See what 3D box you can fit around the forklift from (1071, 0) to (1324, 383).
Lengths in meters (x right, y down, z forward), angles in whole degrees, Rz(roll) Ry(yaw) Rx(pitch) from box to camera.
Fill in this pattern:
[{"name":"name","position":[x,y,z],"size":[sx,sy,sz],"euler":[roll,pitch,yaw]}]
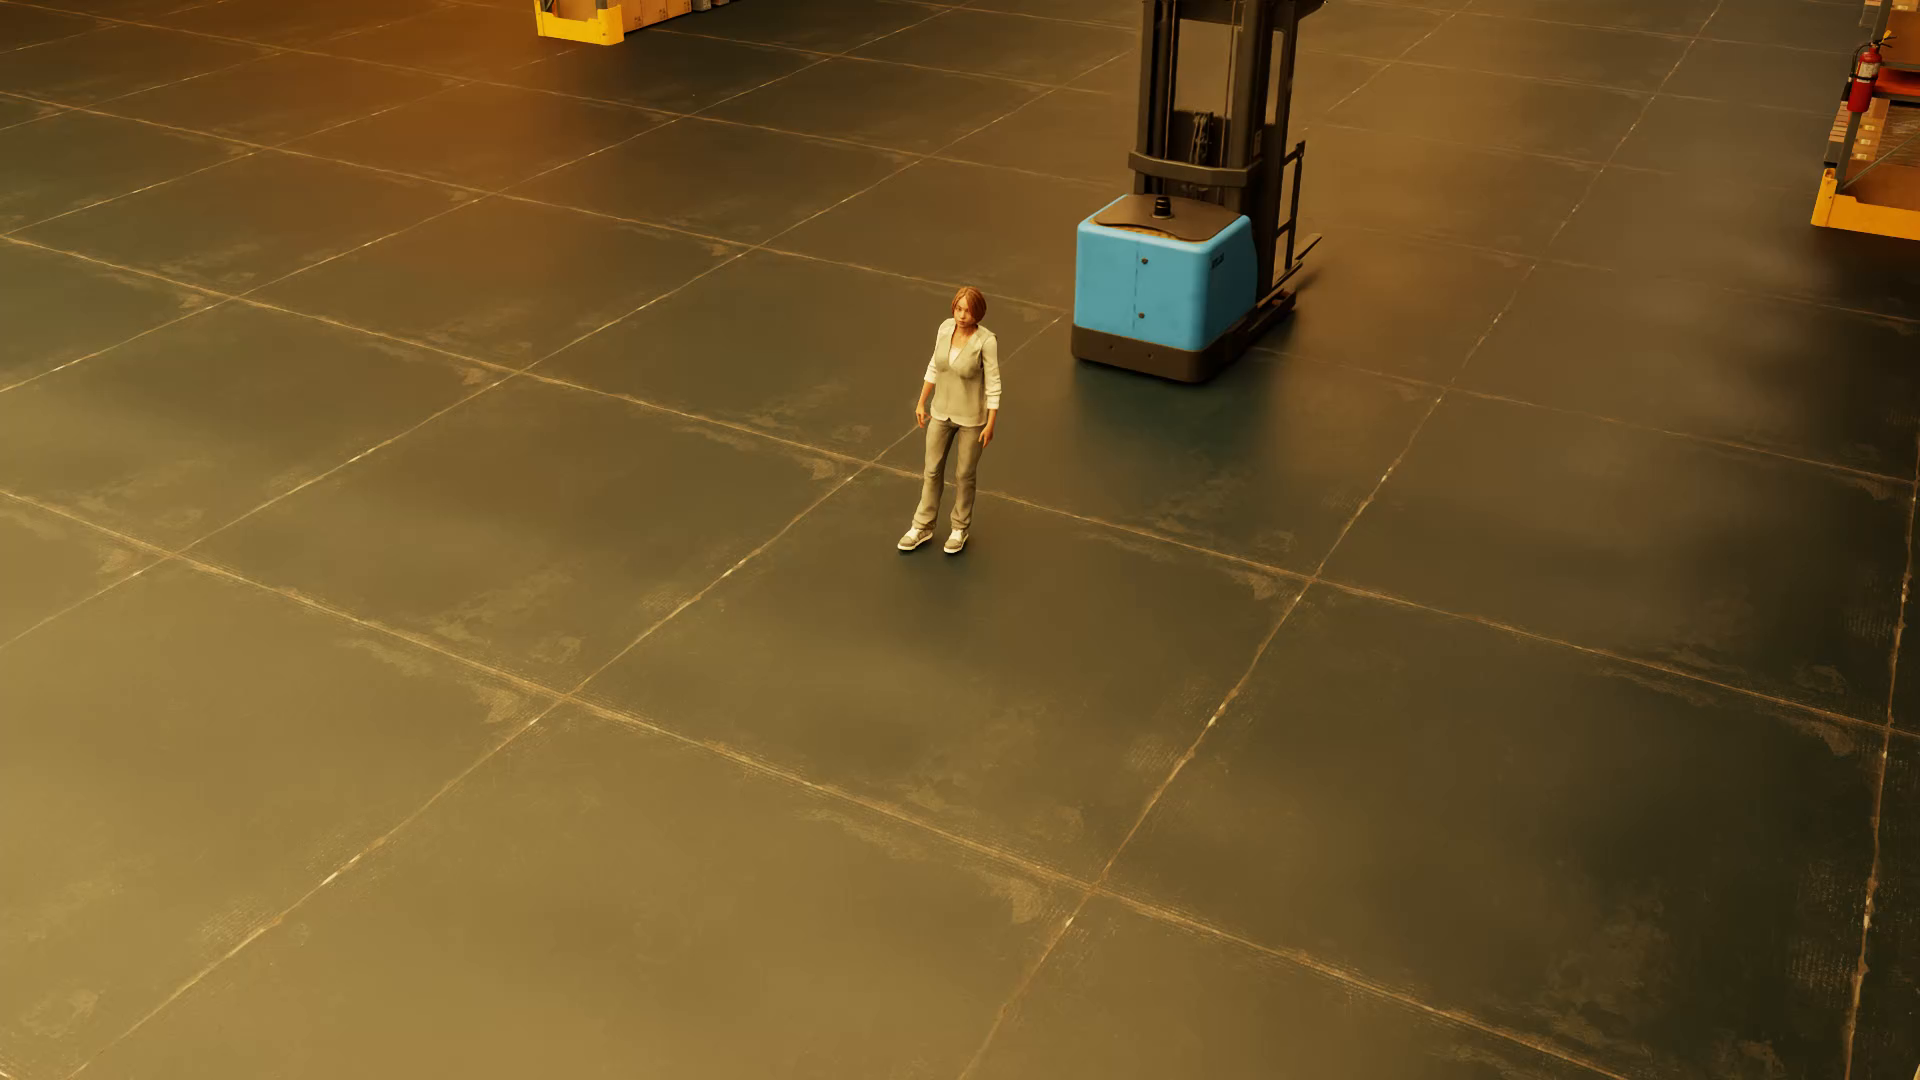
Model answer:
[{"name":"forklift","position":[1.996,-3.088,12.420],"size":[1.130,2.935,3.031],"euler":[16,34,26]}]

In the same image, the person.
[{"name":"person","position":[-0.049,-0.669,9.549],"size":[0.520,1.599,0.473],"euler":[15,33,25]}]
